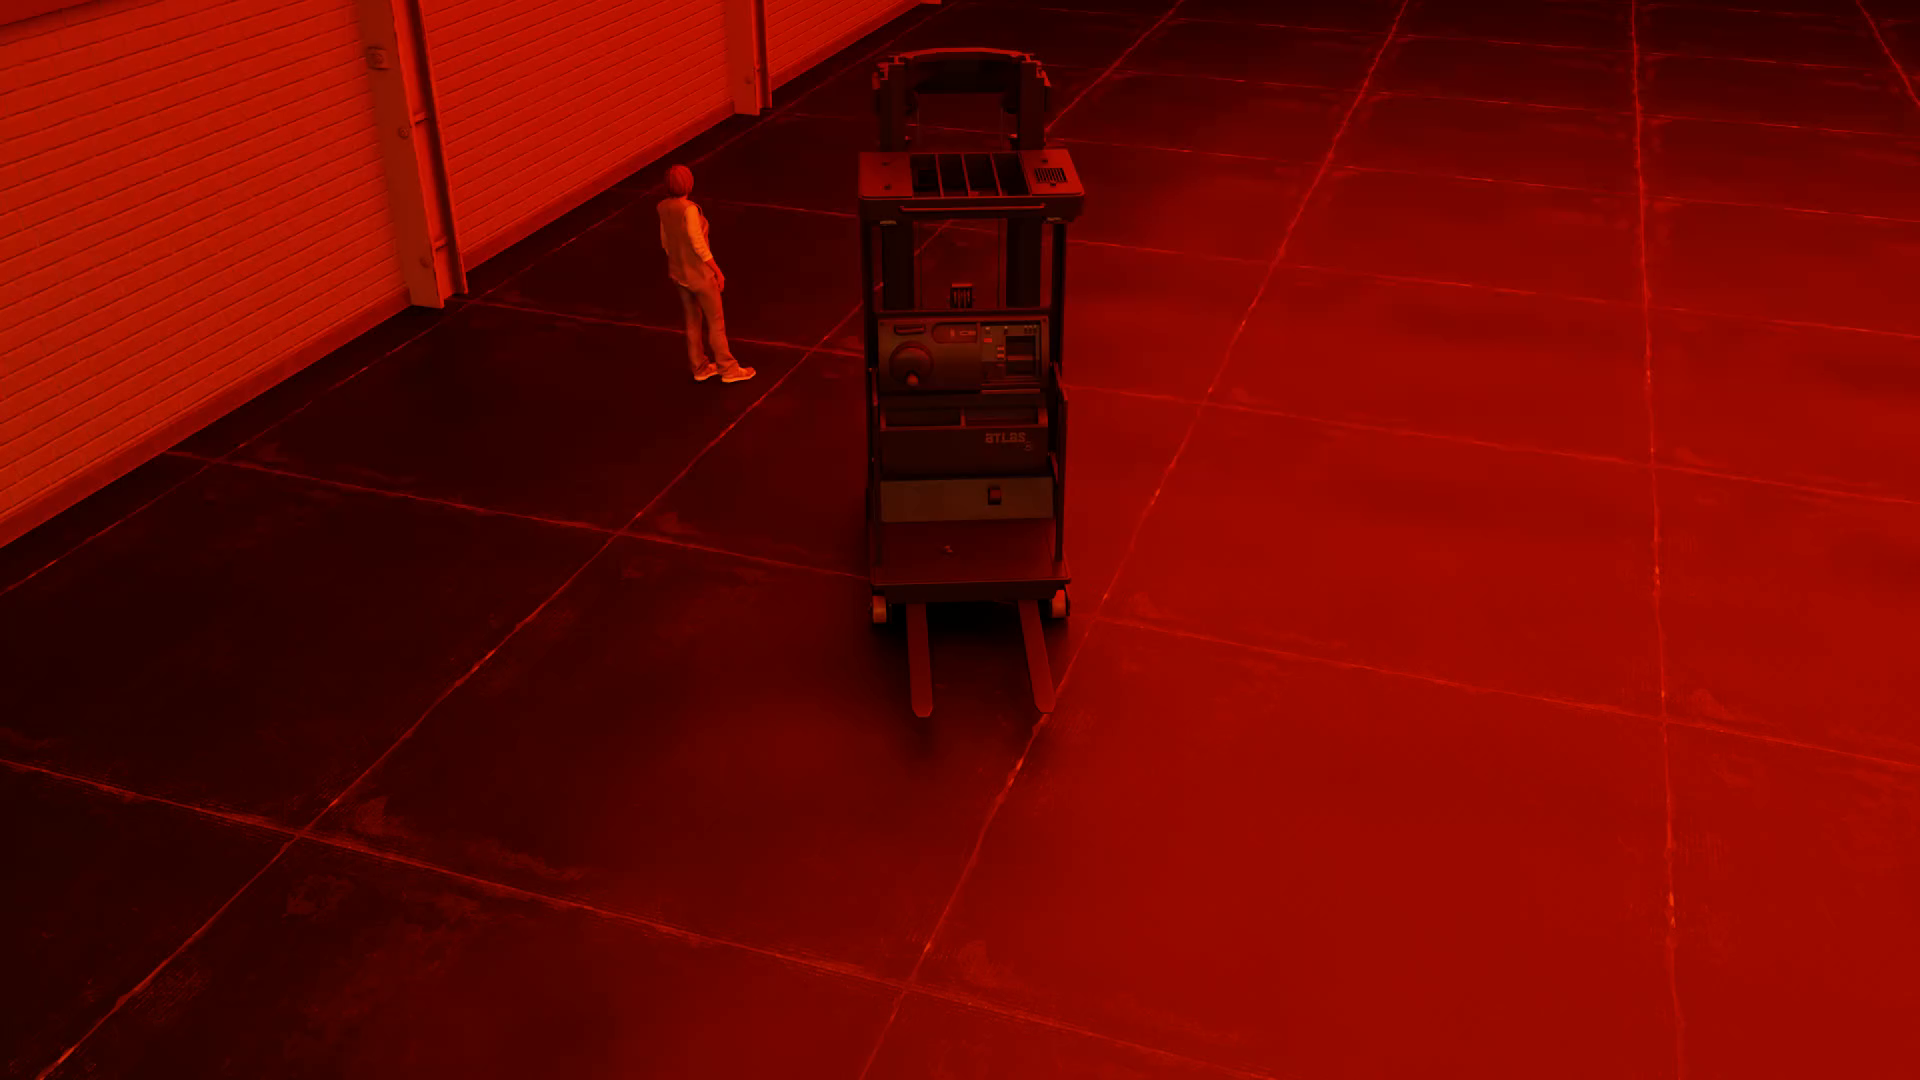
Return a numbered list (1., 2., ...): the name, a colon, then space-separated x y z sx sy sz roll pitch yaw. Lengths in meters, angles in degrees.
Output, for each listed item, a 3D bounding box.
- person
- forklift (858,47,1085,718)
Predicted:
1. person: -1.826 -1.891 11.787 0.519 1.596 0.477 24 37 35
2. forklift: 0.035 -0.972 8.842 1.130 2.935 3.031 -2 30 -3
